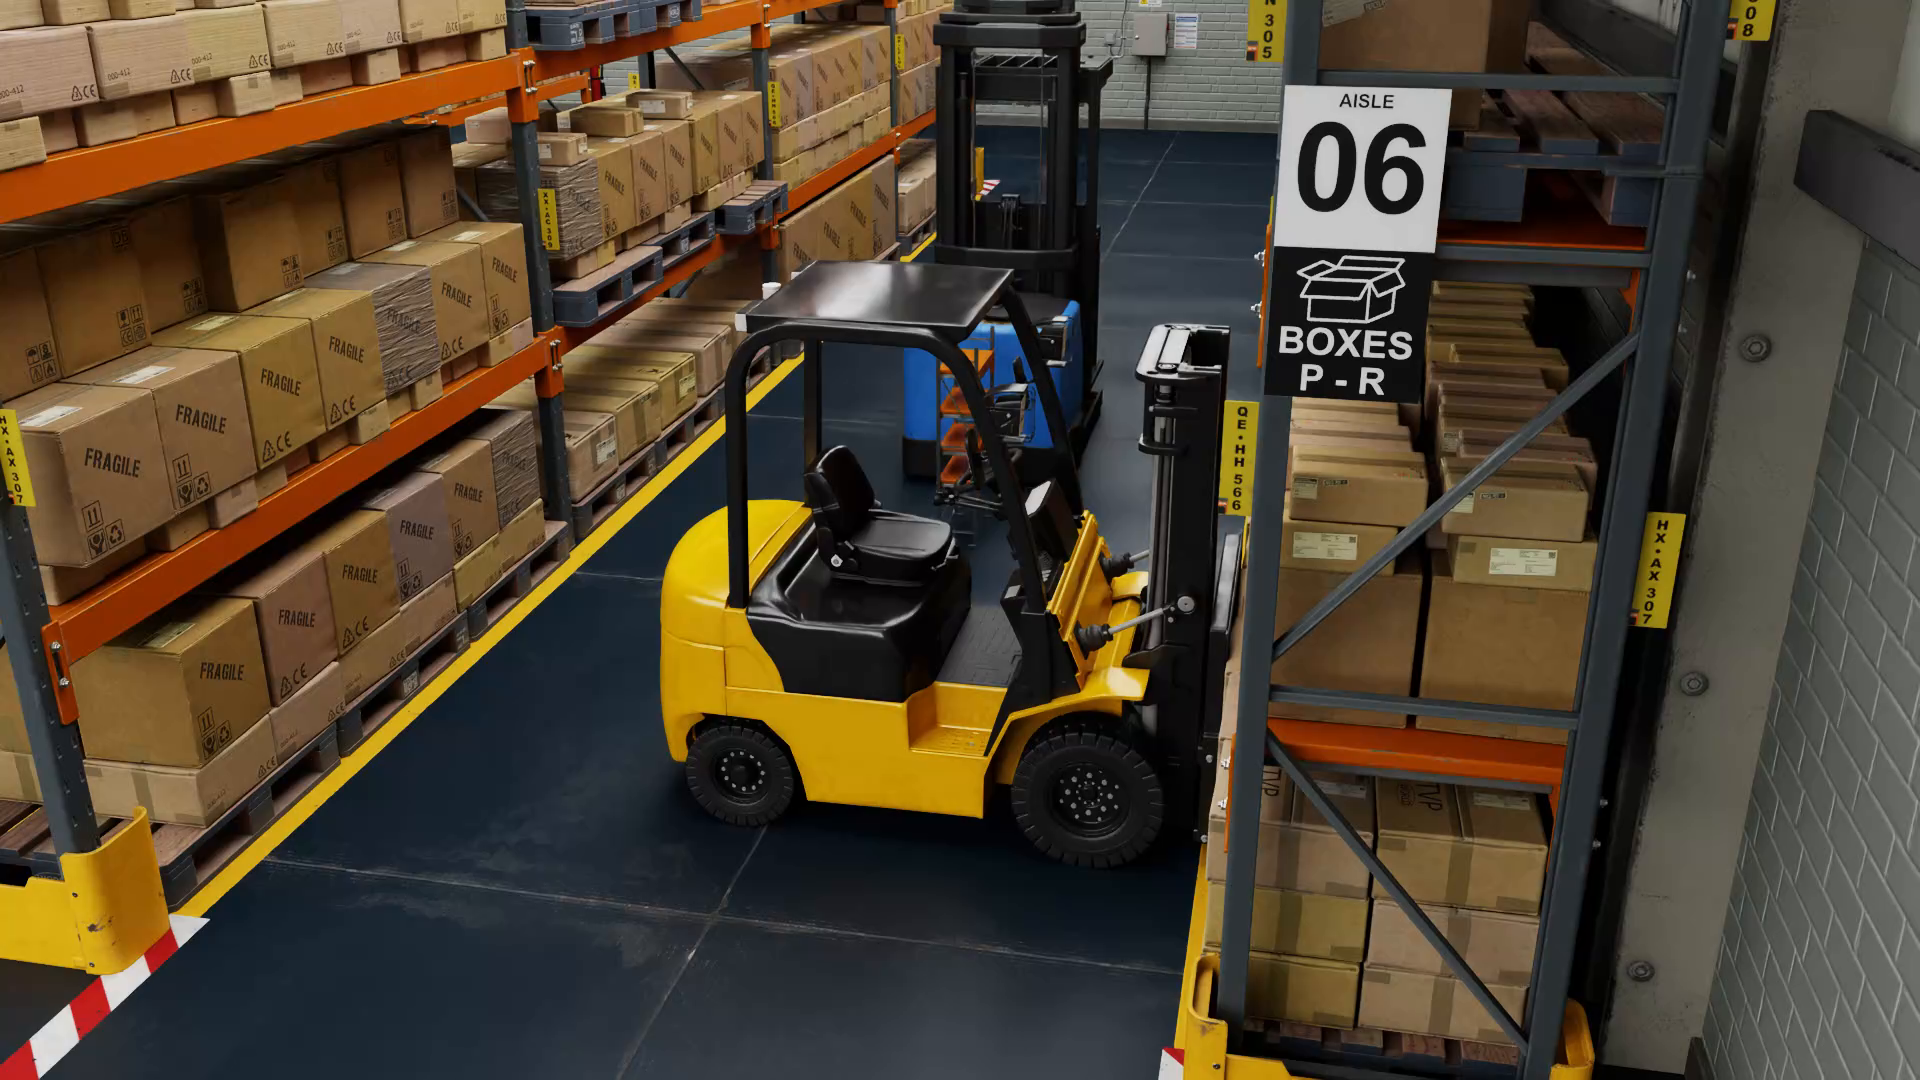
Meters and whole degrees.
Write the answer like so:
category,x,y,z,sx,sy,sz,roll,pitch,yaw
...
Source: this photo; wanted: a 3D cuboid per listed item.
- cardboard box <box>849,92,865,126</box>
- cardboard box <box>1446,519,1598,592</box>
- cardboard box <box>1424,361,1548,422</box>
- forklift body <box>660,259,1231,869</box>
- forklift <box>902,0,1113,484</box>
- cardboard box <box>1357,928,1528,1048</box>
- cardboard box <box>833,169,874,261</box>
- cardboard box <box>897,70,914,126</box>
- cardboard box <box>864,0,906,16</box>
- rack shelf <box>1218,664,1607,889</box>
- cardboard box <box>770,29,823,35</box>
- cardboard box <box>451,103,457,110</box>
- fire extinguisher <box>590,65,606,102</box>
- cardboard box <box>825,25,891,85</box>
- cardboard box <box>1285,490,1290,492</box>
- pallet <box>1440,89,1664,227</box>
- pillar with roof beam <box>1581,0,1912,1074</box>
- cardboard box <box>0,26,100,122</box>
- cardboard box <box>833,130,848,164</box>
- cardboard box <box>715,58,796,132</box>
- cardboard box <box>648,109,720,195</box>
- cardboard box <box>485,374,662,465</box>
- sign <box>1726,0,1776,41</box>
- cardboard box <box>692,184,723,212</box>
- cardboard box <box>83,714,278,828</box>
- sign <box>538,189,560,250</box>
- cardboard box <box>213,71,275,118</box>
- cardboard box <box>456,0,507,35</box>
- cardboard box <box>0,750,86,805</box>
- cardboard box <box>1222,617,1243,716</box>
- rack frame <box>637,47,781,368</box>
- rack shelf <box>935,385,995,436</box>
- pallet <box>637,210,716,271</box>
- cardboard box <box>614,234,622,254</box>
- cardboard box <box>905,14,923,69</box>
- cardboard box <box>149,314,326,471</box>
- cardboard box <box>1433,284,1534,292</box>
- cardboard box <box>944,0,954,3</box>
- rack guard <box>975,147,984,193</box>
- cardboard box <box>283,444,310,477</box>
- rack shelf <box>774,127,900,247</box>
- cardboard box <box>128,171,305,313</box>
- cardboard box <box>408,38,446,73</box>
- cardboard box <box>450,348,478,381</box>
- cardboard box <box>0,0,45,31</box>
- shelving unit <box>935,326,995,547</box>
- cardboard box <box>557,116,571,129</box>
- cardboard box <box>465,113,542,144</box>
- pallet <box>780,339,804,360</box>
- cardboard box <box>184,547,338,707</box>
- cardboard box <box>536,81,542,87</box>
category,x,y,z,sx,sy,sz,roll,pitch,yaw
cardboard box,-1.170,-3.901,15.056,0.500,0.250,0.500,5,22,12
cardboard box,1.611,0.022,4.781,0.380,0.149,0.250,4,22,10
cardboard box,1.787,-0.496,5.671,0.380,0.149,0.250,5,23,13
forklift body,-0.111,0.035,6.888,2.313,2.155,1.214,4,22,11
forklift,0.430,-2.231,11.471,1.130,2.935,3.031,4,22,11
cardboard box,1.580,1.390,5.506,0.500,0.250,0.500,5,22,11
cardboard box,-1.348,-2.937,15.414,0.875,0.875,0.875,5,22,12
cardboard box,-0.771,-4.490,16.853,0.500,0.500,0.500,5,23,13
cardboard box,-0.757,-5.390,16.882,0.380,0.149,0.250,4,22,10
rack shelf,1.696,0.076,6.612,1.077,0.370,4.000,4,22,11
cardboard box,-1.571,-4.475,15.477,0.500,0.500,0.500,4,22,11
cardboard box,-5.631,-4.694,17.831,0.380,0.149,0.250,5,22,12
fire extinguisher,-4.670,-5.943,21.198,0.296,0.674,0.183,4,22,11
cardboard box,-0.968,-4.619,15.836,0.500,0.500,0.500,5,23,13
cardboard box,1.108,-0.117,5.128,0.380,0.149,0.250,5,22,12
pallet,1.458,-1.133,4.755,1.003,0.211,1.213,4,22,11
pillar with roof beam,-1.902,-2.823,4.818,9.100,9.000,0.400,4,22,11
cardboard box,-3.208,-1.527,5.416,0.500,0.250,0.500,4,22,10
cardboard box,-1.296,-3.480,14.681,0.500,0.250,0.500,4,22,11
cardboard box,-1.599,-3.501,13.059,0.500,0.500,0.500,4,22,9
cardboard box,-1.956,-2.646,11.314,0.500,0.500,0.500,3,22,7
cardboard box,-2.508,-0.797,10.773,0.950,0.372,0.625,6,23,14
sign,1.830,-1.315,3.813,0.100,0.325,0.005,4,22,11
cardboard box,-1.869,-2.377,11.515,0.380,0.149,0.250,5,22,12
cardboard box,-3.136,0.904,6.713,0.500,0.250,0.500,4,22,10
sign,-2.223,-1.729,8.973,0.100,0.325,0.005,4,22,11
cardboard box,-2.926,-1.747,6.498,0.380,0.149,0.250,5,22,12
cardboard box,-2.582,-2.643,8.189,0.500,0.250,0.500,4,22,10
cardboard box,-3.665,0.853,6.840,0.500,0.250,0.500,4,22,11
cardboard box,1.269,0.526,6.312,0.500,0.250,0.500,5,22,12
rack frame,-1.939,-2.829,12.863,1.000,3.000,0.127,4,22,11
rack shelf,0.034,-0.762,9.721,0.258,0.148,0.480,4,22,11
pallet,-2.303,-2.013,11.093,1.003,0.211,1.213,4,22,11
cardboard box,-2.291,-1.823,10.138,0.380,0.149,0.250,6,23,14
cardboard box,-0.680,-5.142,17.133,0.500,0.500,0.500,4,22,10
cardboard box,-2.998,-0.616,6.835,0.500,0.500,0.500,4,22,10
cardboard box,2.213,-1.052,7.050,0.380,0.149,0.250,4,22,10
cardboard box,-0.274,-6.135,18.730,0.380,0.149,0.250,5,22,12
rack guard,-0.302,-4.604,20.616,1.175,0.500,0.348,4,22,11
cardboard box,-3.017,-0.367,7.086,0.380,0.149,0.250,5,23,13
rack shelf,-1.531,-3.227,14.813,1.077,0.370,4.000,4,22,11
cardboard box,-3.330,-1.306,7.210,0.700,0.500,0.500,4,22,11
cardboard box,-2.688,-2.321,7.923,0.380,0.149,0.250,5,22,11
cardboard box,-2.696,-0.928,8.478,0.380,0.149,0.250,5,22,11
cardboard box,-3.264,-1.756,5.452,0.380,0.149,0.250,4,22,11
shelving unit,0.034,-0.617,9.780,0.258,1.200,0.503,4,22,11
cardboard box,-2.569,-2.493,10.934,0.500,0.500,0.500,4,22,9
cardboard box,-2.755,-2.485,10.047,0.380,0.149,0.250,4,22,9
pallet,-1.705,-1.818,14.085,1.003,0.211,1.213,4,22,11
cardboard box,-3.030,0.355,7.071,0.500,0.500,0.500,4,22,9
cardboard box,-5.199,-5.468,19.751,0.380,0.149,0.250,3,22,9
